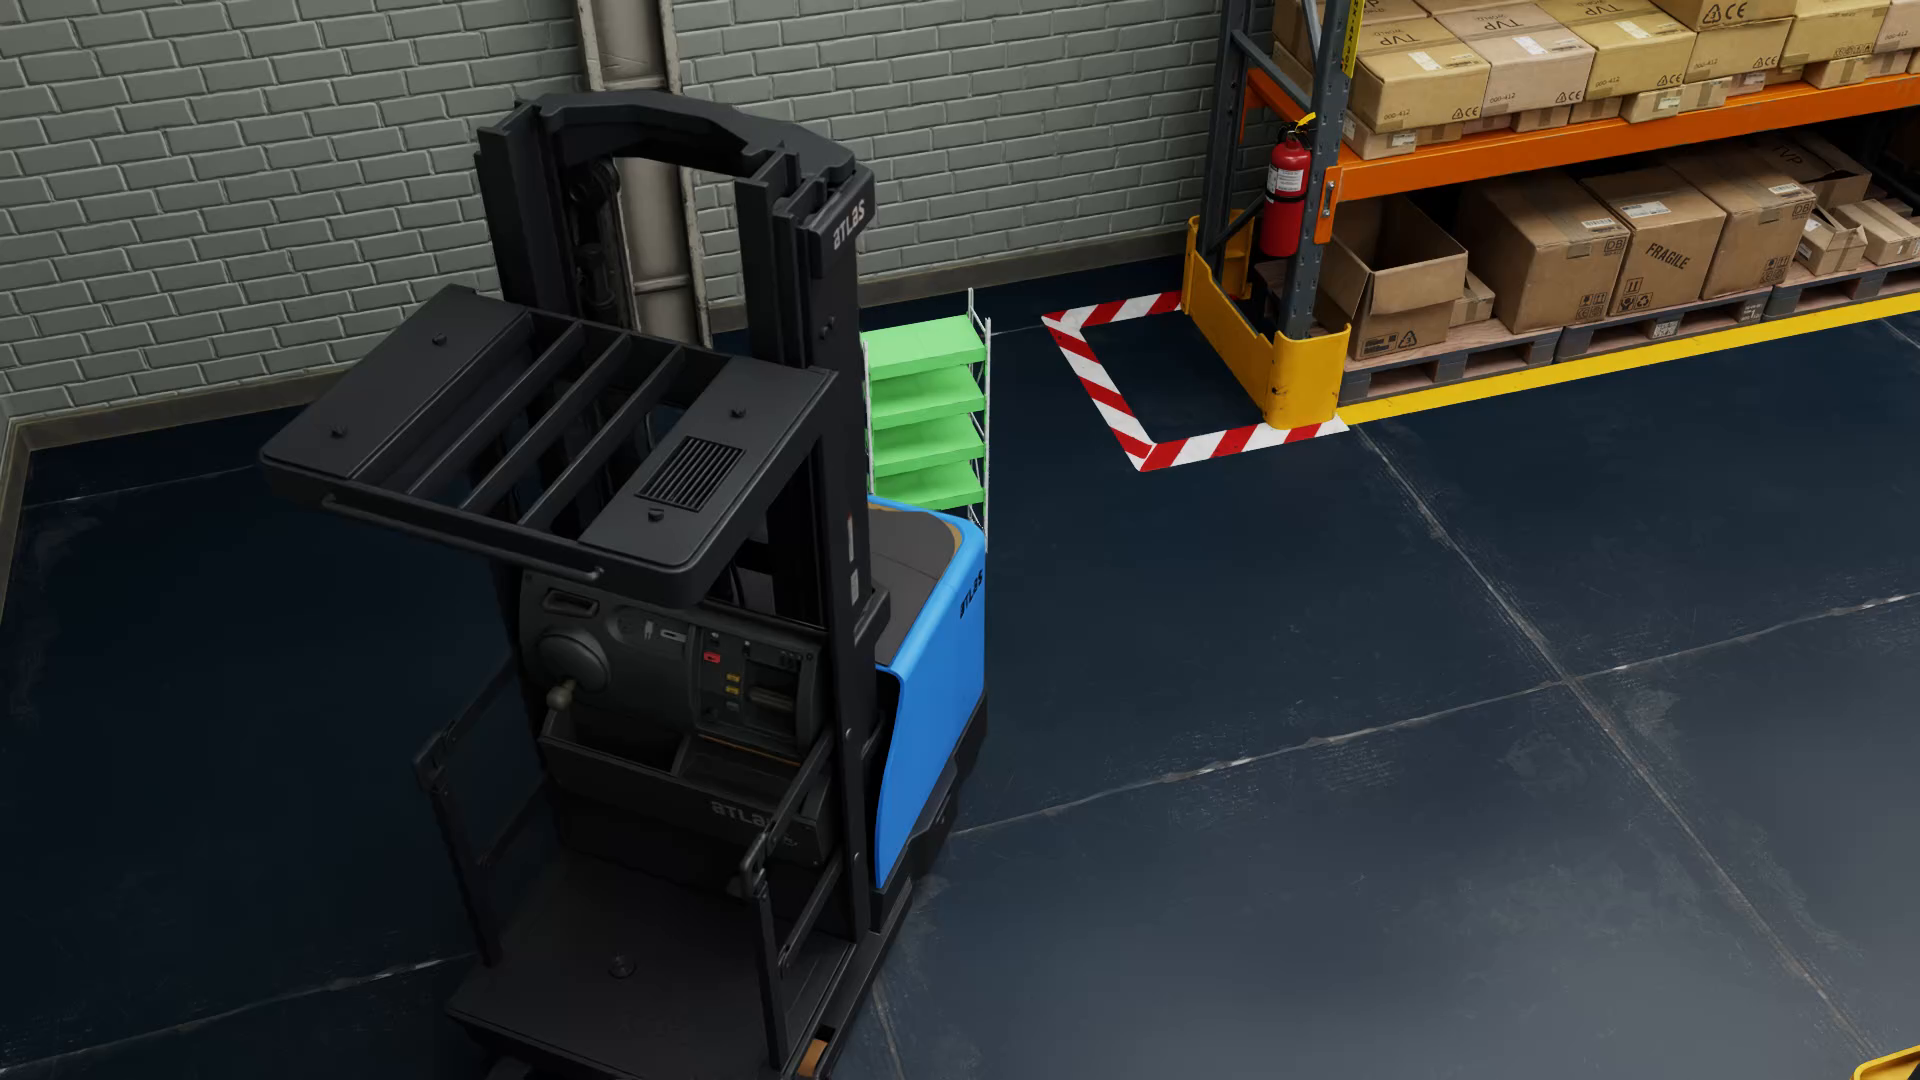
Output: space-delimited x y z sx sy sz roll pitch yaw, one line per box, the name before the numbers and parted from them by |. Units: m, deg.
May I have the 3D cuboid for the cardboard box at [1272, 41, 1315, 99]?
cardboard box | 1.630 -2.162 7.636 0.250 0.149 0.380 -12 43 -14

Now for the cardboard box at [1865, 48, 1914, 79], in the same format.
cardboard box | 4.241 -2.331 7.829 0.250 0.149 0.380 -11 42 -12

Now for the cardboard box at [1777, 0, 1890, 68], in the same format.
cardboard box | 3.844 -2.416 7.624 0.500 0.250 0.500 -12 43 -13

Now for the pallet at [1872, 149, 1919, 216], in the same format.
pallet | 5.974 -1.947 9.319 1.213 0.211 1.003 -12 42 -13

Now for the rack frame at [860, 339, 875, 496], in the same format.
rack frame | -0.391 -0.371 6.763 0.015 1.200 0.240 -12 42 -13

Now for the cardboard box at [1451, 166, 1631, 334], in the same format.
cardboard box | 2.834 -1.445 8.205 0.500 0.500 0.700 -10 42 -11

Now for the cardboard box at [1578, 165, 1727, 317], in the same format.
cardboard box | 3.368 -1.487 8.253 0.500 0.500 0.500 -11 42 -12

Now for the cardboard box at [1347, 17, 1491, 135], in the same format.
cardboard box | 1.908 -1.999 7.146 0.500 0.250 0.500 -11 42 -13

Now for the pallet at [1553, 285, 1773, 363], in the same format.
pallet | 3.389 -1.384 8.674 1.213 0.211 1.003 -12 42 -13

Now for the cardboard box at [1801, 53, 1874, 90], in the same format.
cardboard box | 4.006 -2.262 7.751 0.250 0.149 0.380 -12 43 -14

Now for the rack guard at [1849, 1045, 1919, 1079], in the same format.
rack guard | 2.866 2.038 4.538 0.348 0.500 1.175 -12 42 -13

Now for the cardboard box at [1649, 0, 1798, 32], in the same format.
cardboard box | 3.339 -2.578 7.239 0.500 0.500 0.500 -11 42 -12

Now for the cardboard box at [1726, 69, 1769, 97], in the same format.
cardboard box | 3.505 -2.203 7.683 0.250 0.149 0.380 -12 43 -13

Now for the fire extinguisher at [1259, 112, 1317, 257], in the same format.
fire extinguisher | 1.393 -1.534 7.068 0.183 0.674 0.296 -12 42 -13

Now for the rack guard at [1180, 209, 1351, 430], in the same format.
rack guard | 1.467 -1.096 8.125 0.348 0.500 1.175 -12 42 -13

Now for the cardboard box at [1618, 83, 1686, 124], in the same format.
cardboard box | 3.034 -2.044 7.501 0.250 0.149 0.380 -13 43 -14

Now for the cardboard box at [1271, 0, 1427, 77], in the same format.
cardboard box | 1.754 -2.336 7.531 0.500 0.250 0.500 -11 42 -12

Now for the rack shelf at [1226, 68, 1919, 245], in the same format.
rack shelf | 3.302 -2.147 7.974 4.000 0.370 1.077 -12 42 -13

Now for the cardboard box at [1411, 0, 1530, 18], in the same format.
cardboard box | 2.246 -2.437 7.647 0.500 0.250 0.500 -12 42 -13

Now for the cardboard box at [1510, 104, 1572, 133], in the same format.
cardboard box | 2.519 -1.985 7.434 0.250 0.149 0.380 -10 42 -12

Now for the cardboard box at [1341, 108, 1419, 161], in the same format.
cardboard box | 1.791 -1.821 7.245 0.250 0.149 0.380 -12 43 -13

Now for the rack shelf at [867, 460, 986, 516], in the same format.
rack shelf | -0.158 -0.190 7.018 0.480 0.148 0.258 -12 42 -13

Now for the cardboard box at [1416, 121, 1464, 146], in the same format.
cardboard box | 2.019 -1.900 7.336 0.250 0.149 0.380 -11 42 -12

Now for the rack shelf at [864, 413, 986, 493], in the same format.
rack shelf | -0.158 -0.371 6.860 0.480 0.148 0.258 -12 42 -13

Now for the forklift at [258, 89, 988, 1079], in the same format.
forklift | -0.900 0.436 4.523 1.130 2.935 3.031 14 43 16

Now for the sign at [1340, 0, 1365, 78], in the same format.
sign | 1.558 -2.008 6.611 0.005 0.325 0.100 -12 42 -13

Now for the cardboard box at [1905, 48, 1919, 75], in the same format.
cardboard box | 4.499 -2.365 7.869 0.250 0.149 0.380 -11 42 -12

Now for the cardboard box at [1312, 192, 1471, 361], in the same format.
cardboard box | 2.007 -1.302 8.039 0.637 0.503 0.797 -13 43 -15

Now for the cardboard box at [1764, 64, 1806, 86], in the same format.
cardboard box | 3.726 -2.282 7.773 0.250 0.149 0.380 -11 42 -12

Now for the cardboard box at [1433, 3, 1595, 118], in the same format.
cardboard box | 2.389 -2.099 7.260 0.500 0.250 0.500 -11 42 -13

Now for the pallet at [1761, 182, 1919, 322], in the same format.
pallet | 4.555 -1.628 8.953 1.213 0.211 1.003 -12 42 -13

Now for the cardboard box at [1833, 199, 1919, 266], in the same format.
cardboard box | 4.767 -1.603 8.653 0.250 0.149 0.380 -13 43 -14

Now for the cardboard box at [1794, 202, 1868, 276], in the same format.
cardboard box | 4.426 -1.577 8.534 0.258 0.266 0.396 -10 42 -12

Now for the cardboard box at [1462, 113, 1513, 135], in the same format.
cardboard box | 2.260 -1.974 7.420 0.250 0.149 0.380 -12 43 -14

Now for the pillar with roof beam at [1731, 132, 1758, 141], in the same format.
pillar with roof beam | 5.568 -2.799 3.614 0.400 9.000 9.100 -12 42 -13

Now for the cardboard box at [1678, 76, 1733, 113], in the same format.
cardboard box | 3.279 -2.109 7.575 0.250 0.149 0.380 -11 42 -12

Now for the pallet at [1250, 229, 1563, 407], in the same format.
pallet | 2.227 -1.146 8.401 1.213 0.211 1.003 -12 42 -13

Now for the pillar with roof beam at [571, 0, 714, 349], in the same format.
pillar with roof beam | -0.155 -1.613 2.257 0.400 9.000 9.100 -12 42 -13

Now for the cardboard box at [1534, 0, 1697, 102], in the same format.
cardboard box | 2.872 -2.201 7.377 0.500 0.250 0.500 -12 43 -14

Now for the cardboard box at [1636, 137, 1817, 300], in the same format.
cardboard box | 3.824 -1.651 8.440 0.500 0.500 0.700 -13 43 -15

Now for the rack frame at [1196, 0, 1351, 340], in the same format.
rack frame | 1.395 -2.023 7.285 0.127 3.000 1.000 -12 42 -13

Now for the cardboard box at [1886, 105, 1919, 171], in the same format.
cardboard box | 5.589 -2.313 9.198 0.500 0.500 0.500 -12 43 -13

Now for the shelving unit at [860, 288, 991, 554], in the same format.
shelving unit | -0.158 -0.419 6.818 0.503 1.200 0.258 -12 42 -13

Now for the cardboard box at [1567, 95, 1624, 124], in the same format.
cardboard box | 2.771 -2.041 7.498 0.250 0.149 0.380 -11 42 -12

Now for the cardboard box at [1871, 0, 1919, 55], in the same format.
cardboard box | 4.324 -2.507 7.727 0.500 0.250 0.500 -12 42 -13

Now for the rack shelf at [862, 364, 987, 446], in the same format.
rack shelf | -0.158 -0.552 6.702 0.480 0.148 0.258 -12 42 -13

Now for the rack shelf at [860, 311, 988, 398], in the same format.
rack shelf | -0.158 -0.732 6.544 0.480 0.148 0.258 -12 42 -13

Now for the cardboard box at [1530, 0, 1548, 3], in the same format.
cardboard box | 2.720 -2.532 7.756 0.500 0.250 0.500 -10 42 -12

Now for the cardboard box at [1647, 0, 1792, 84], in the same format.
cardboard box | 3.353 -2.315 7.508 0.500 0.250 0.500 -13 43 -14

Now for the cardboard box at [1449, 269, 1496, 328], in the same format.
cardboard box | 2.424 -1.228 8.223 0.250 0.149 0.380 -13 43 -15

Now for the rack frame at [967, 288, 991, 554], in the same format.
rack frame | 0.075 -0.467 6.873 0.015 1.200 0.240 -12 42 -13

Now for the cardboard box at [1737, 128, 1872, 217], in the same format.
cardboard box | 4.509 -1.976 8.957 0.500 0.311 0.500 -10 42 -12

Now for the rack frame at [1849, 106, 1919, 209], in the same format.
rack frame | 5.210 -2.813 8.190 0.127 3.000 1.000 -12 42 -13
